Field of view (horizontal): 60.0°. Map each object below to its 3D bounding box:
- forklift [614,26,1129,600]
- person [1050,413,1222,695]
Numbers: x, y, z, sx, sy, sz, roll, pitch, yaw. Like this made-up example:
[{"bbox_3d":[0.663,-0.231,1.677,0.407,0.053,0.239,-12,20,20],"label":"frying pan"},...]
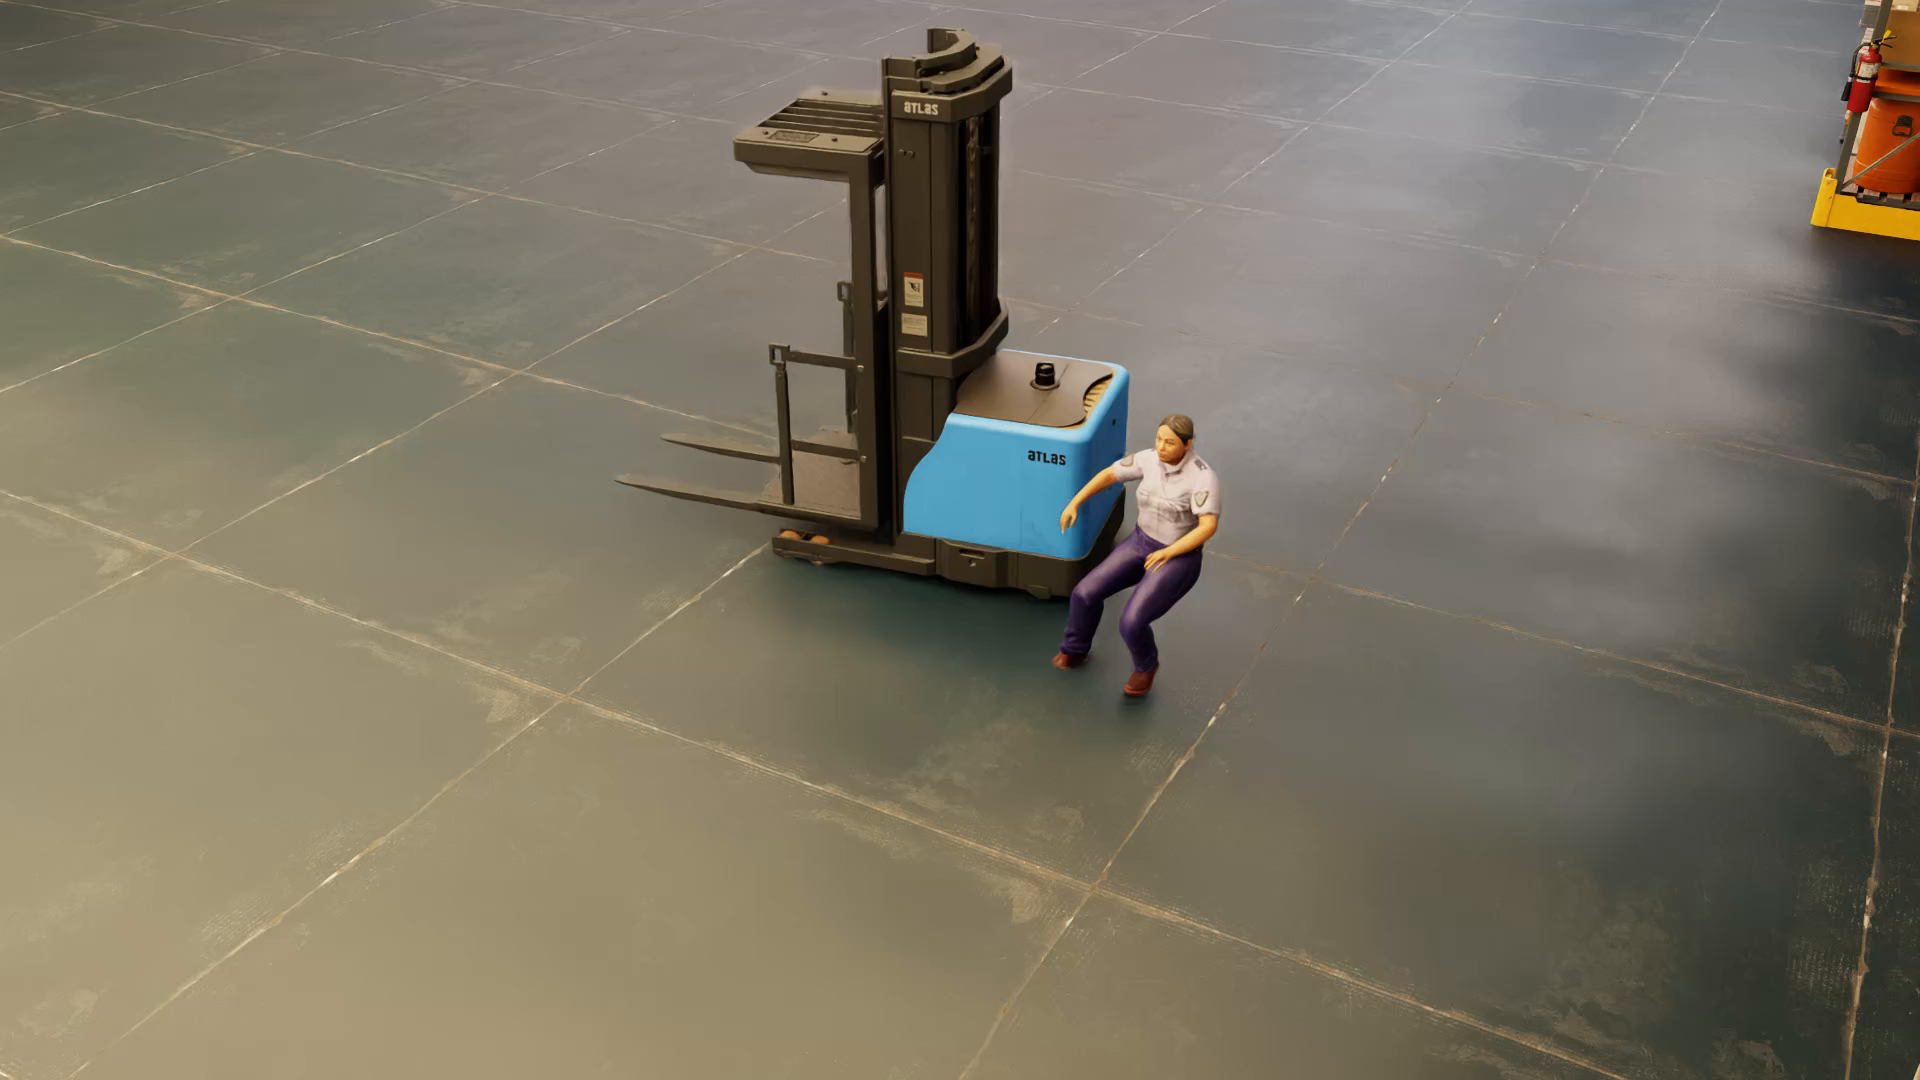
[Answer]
[{"bbox_3d":[-0.584,-1.363,9.432,3.031,2.935,1.130,10,31,16],"label":"forklift"},{"bbox_3d":[0.906,0.094,8.441,0.651,1.525,0.811,-26,39,-38],"label":"person"}]
